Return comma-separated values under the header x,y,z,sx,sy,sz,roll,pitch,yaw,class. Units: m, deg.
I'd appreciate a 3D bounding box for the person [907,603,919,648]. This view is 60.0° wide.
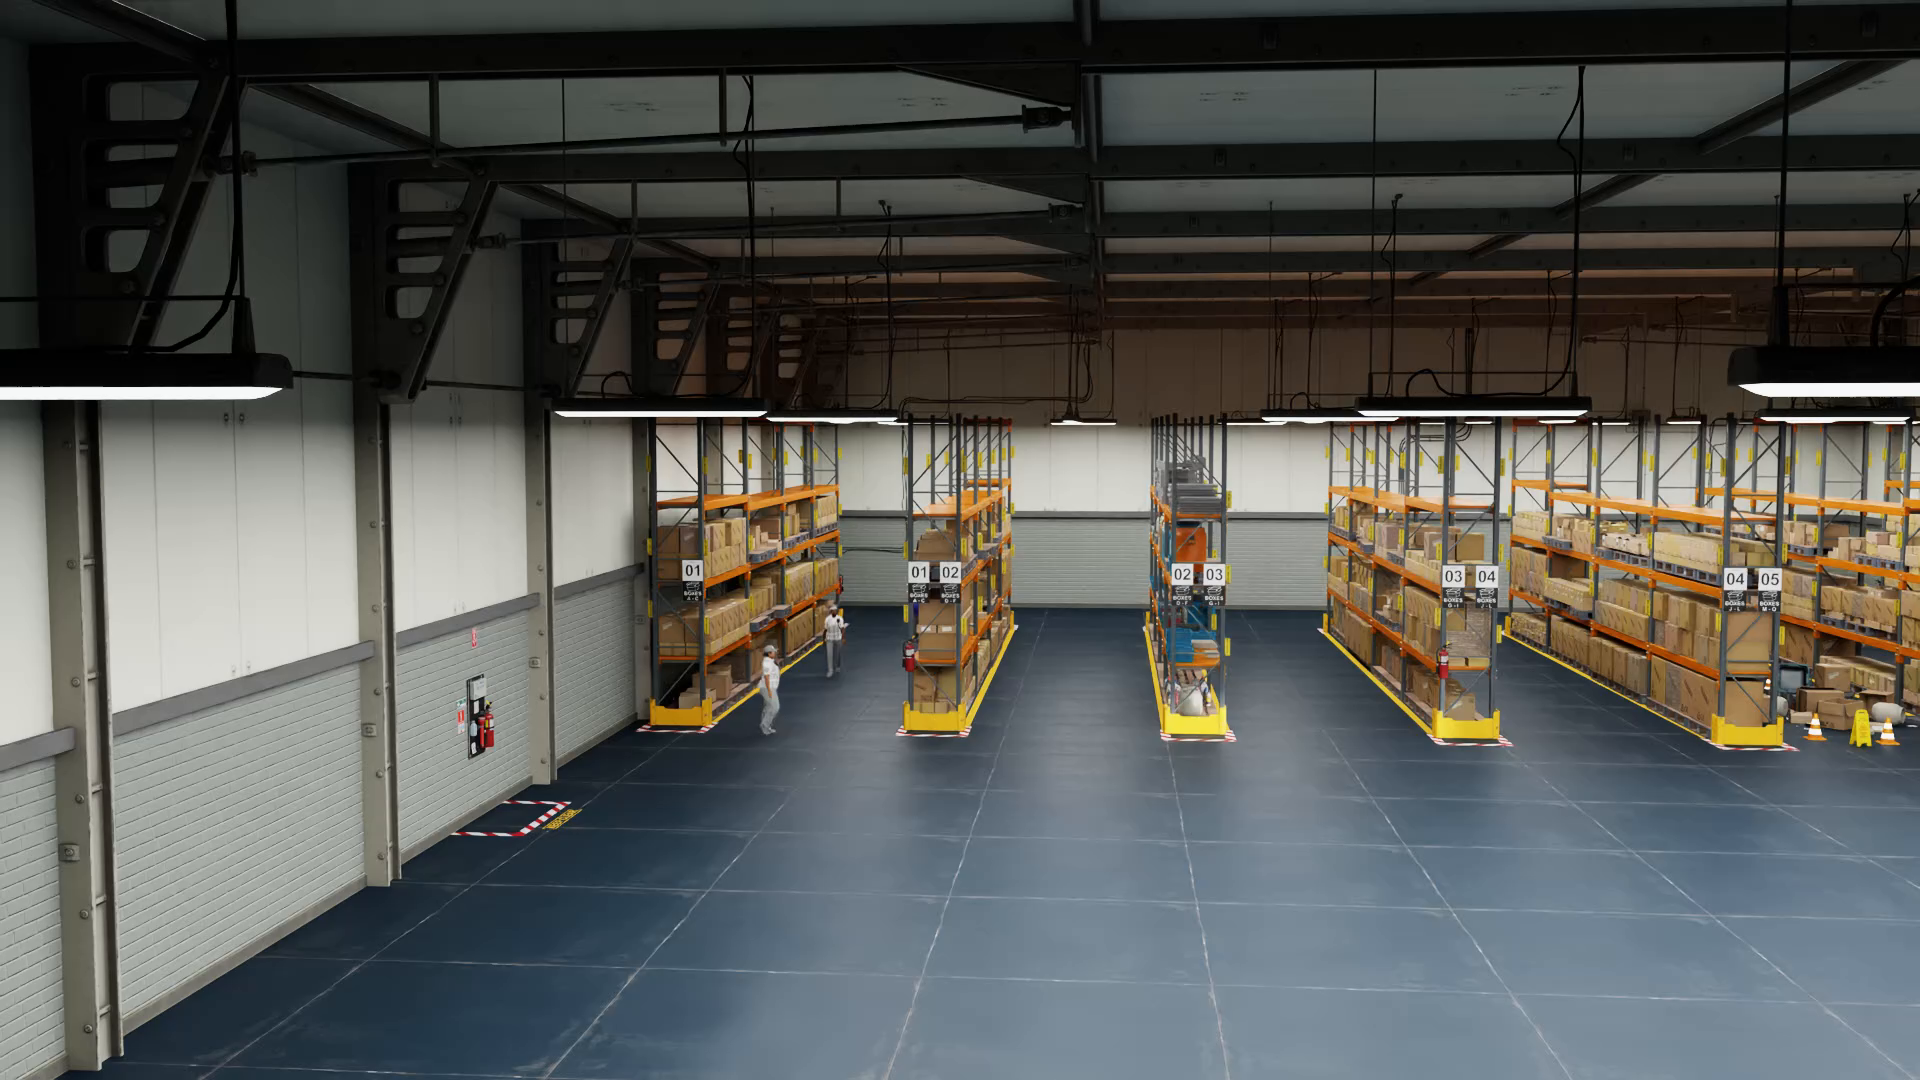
x,y,z,sx,sy,sz,roll,pitch,yaw,class
-1.075,2.045,43.065,0.582,1.570,0.742,1,4,15,person

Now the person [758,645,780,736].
x,y,z,sx,sy,sz,roll,pitch,yaw,class
-3.548,2.801,31.067,0.432,1.686,0.497,0,4,6,person

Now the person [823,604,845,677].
x,y,z,sx,sy,sz,roll,pitch,yaw,class
-2.916,2.295,38.451,0.528,1.629,1.058,0,4,-4,person

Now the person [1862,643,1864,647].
x,y,z,sx,sy,sz,roll,pitch,yaw,class
23.381,1.984,43.401,0.469,1.714,0.554,-2,4,-25,person
